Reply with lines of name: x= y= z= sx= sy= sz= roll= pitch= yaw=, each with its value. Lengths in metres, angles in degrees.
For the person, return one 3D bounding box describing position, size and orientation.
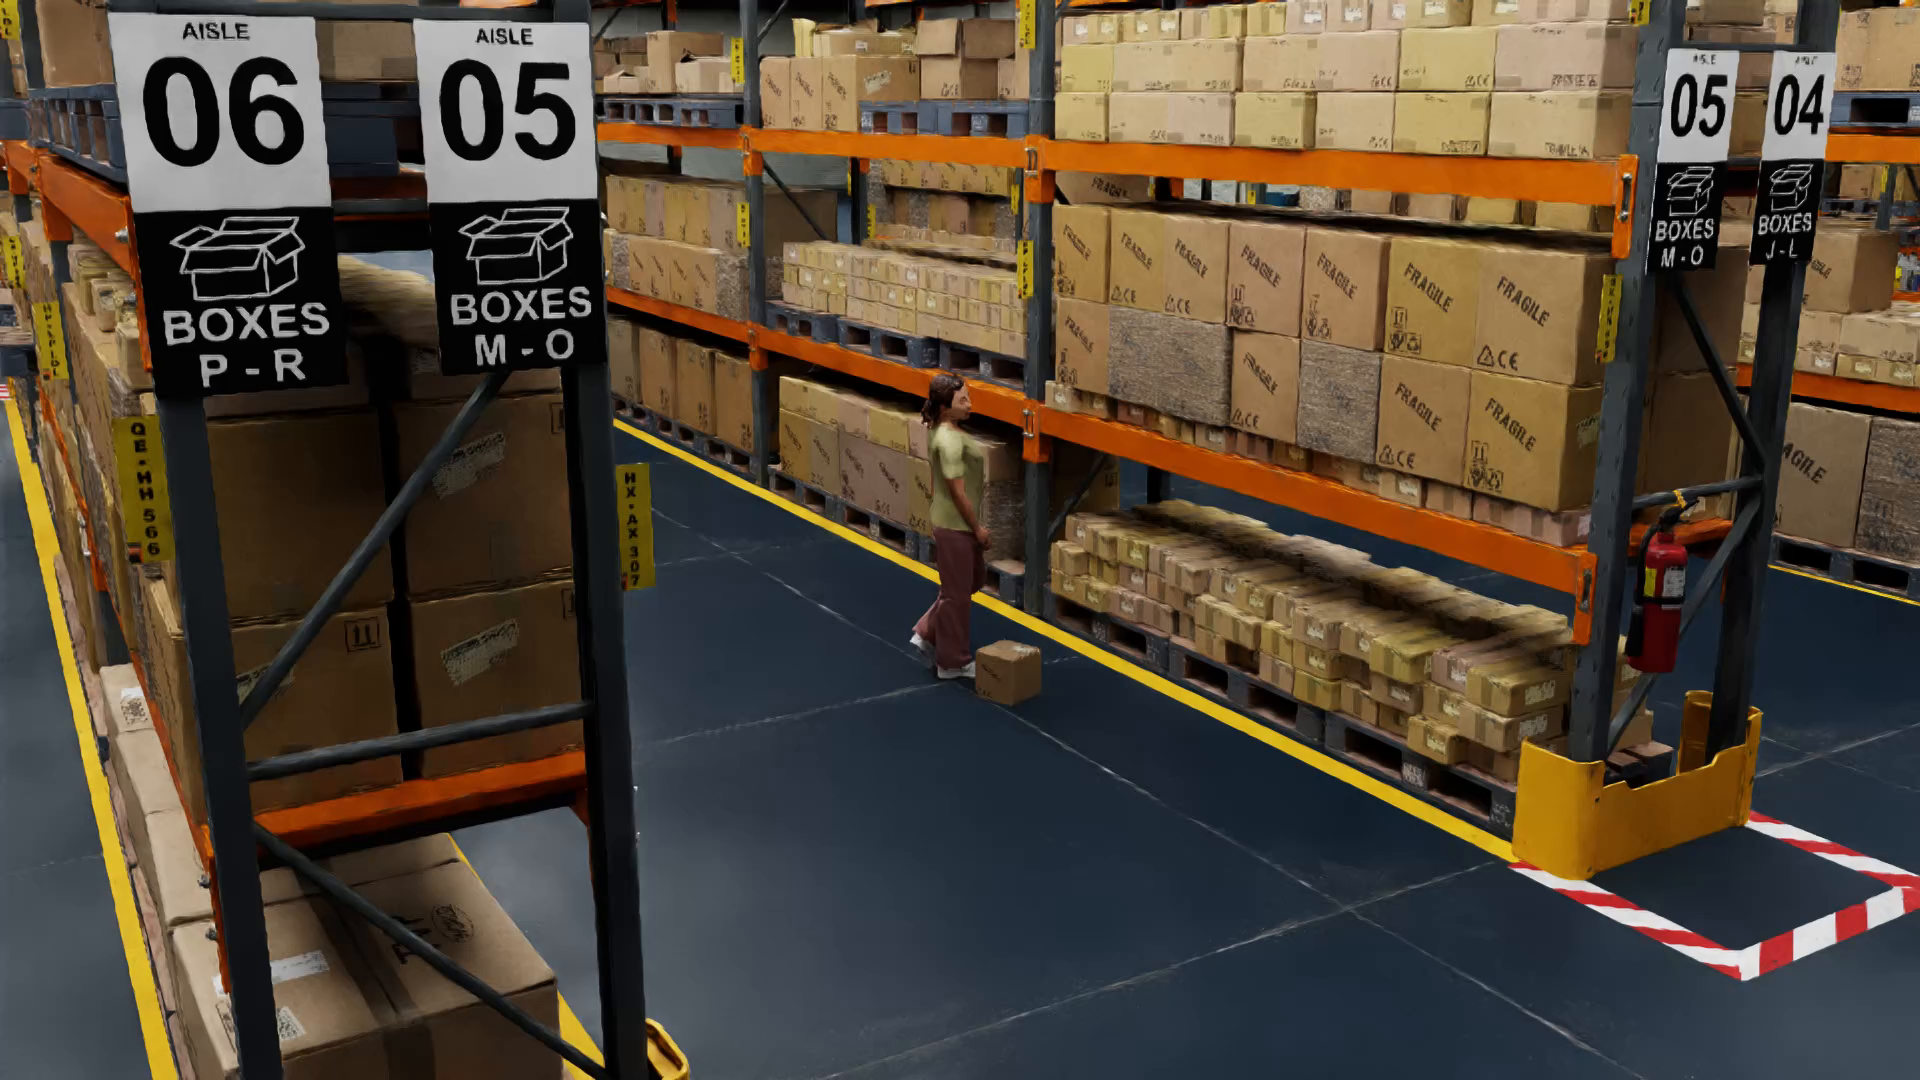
person: x=-0.042 y=-0.060 z=8.747 sx=0.446 sy=1.647 sz=0.528 roll=-2 pitch=15 yaw=-8
